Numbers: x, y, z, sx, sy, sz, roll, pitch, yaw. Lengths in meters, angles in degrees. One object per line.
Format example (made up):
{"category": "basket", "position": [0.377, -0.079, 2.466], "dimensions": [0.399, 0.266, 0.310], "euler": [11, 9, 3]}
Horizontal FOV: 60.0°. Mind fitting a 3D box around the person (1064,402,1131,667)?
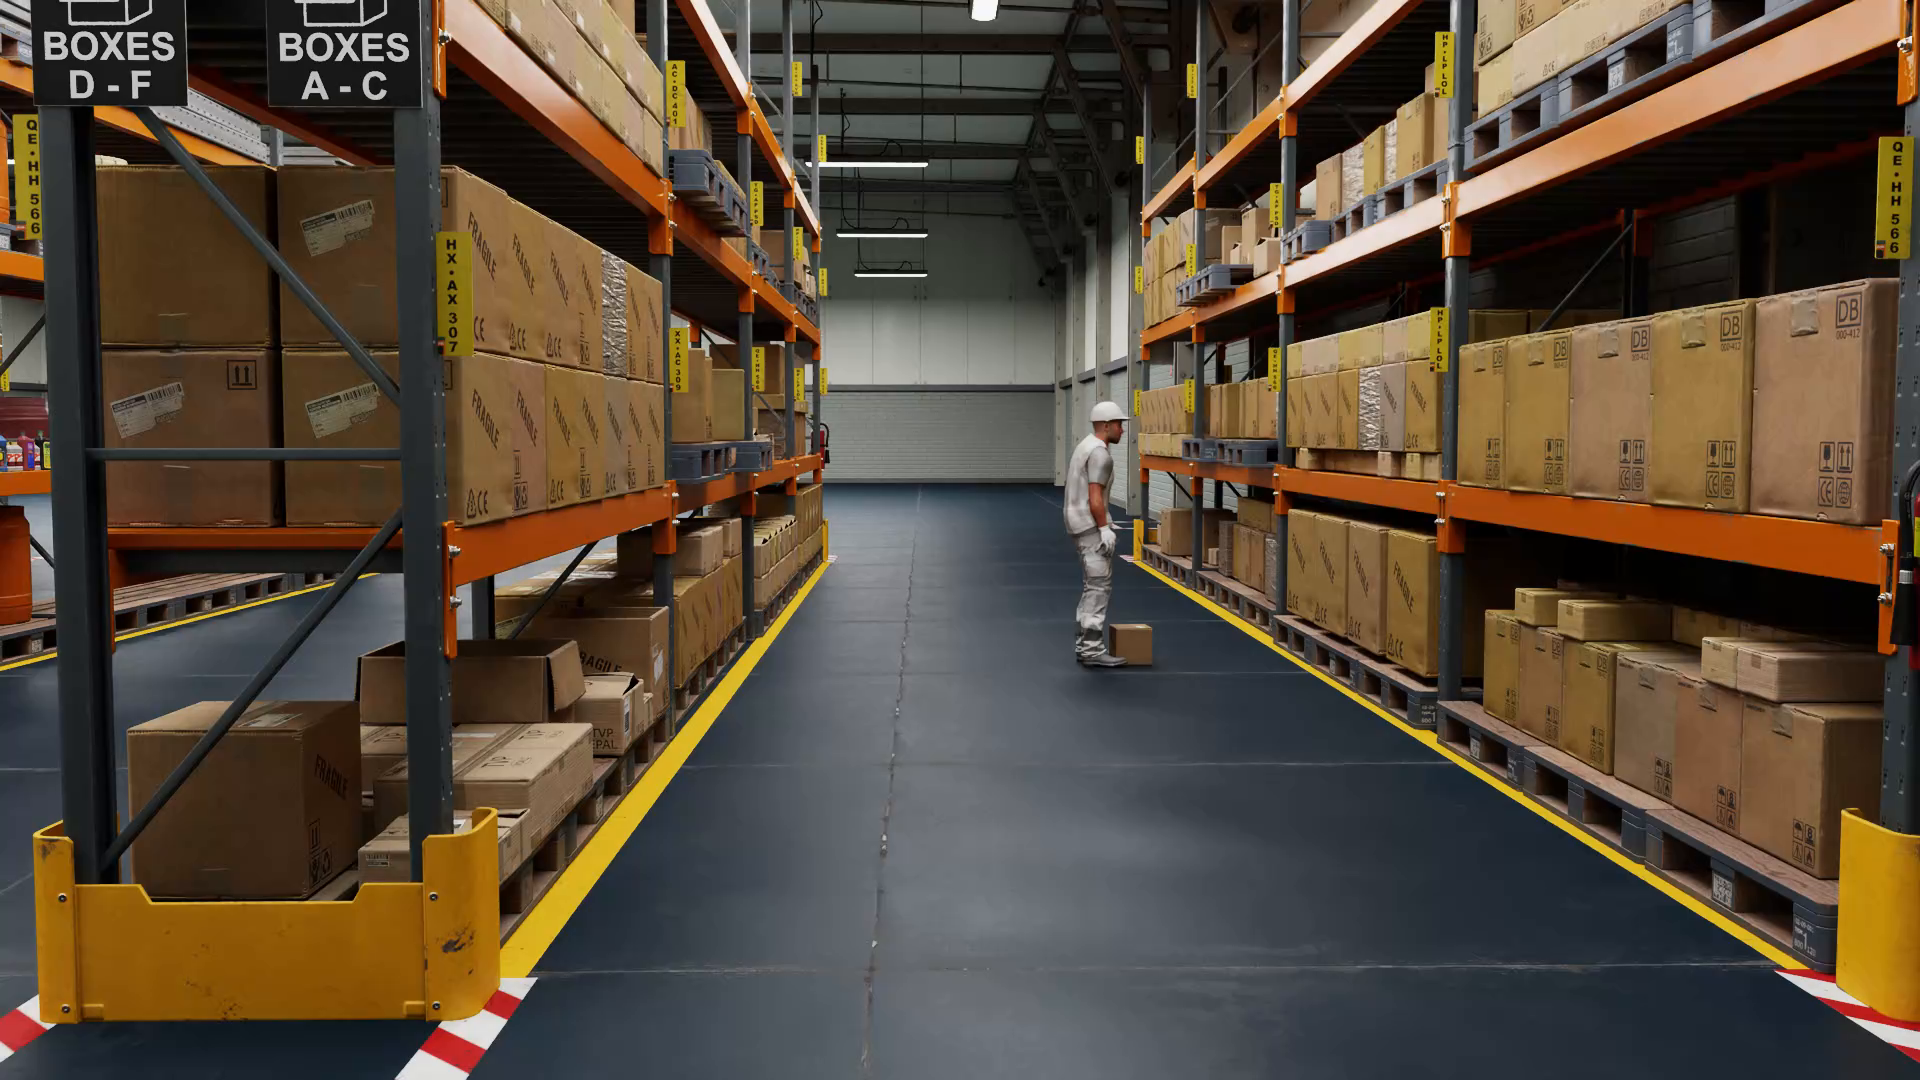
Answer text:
{"category": "person", "position": [0.940, -0.049, 11.309], "dimensions": [0.453, 1.779, 0.621], "euler": [0, 4, -3]}
